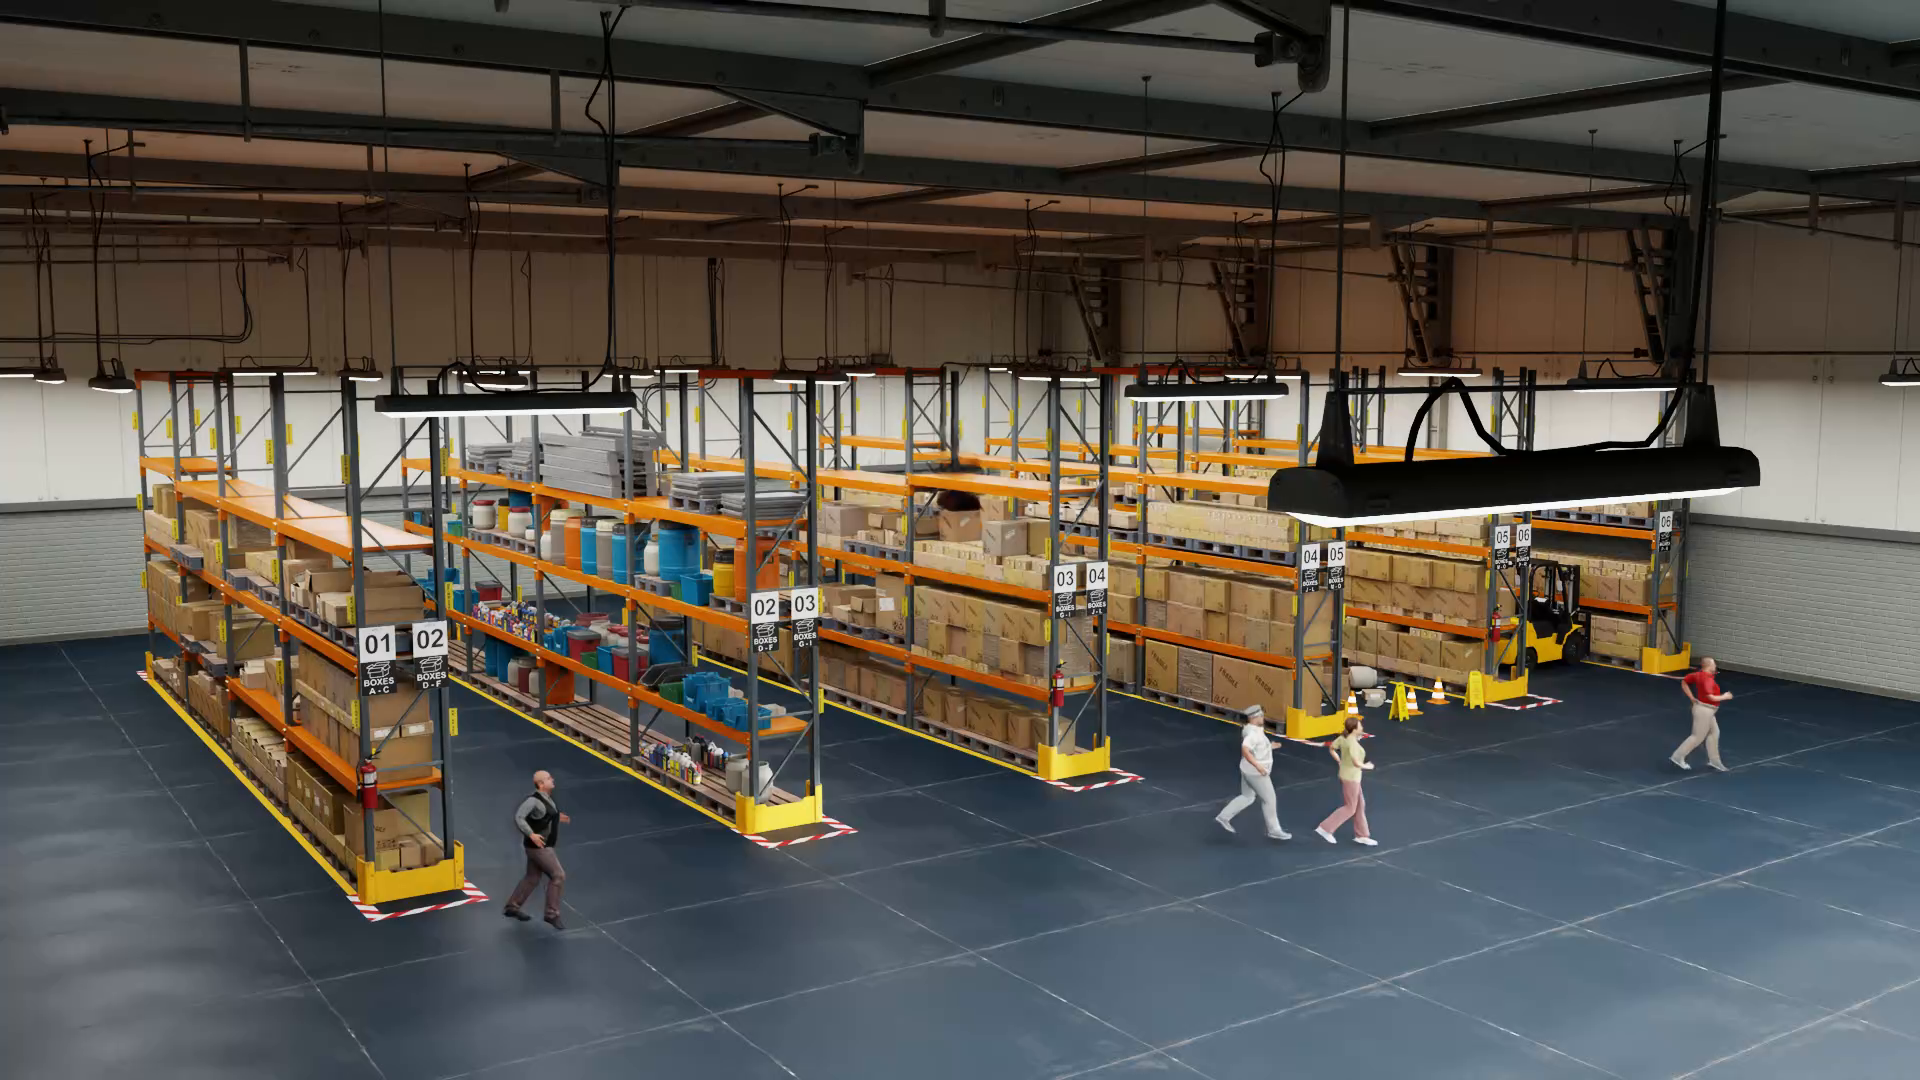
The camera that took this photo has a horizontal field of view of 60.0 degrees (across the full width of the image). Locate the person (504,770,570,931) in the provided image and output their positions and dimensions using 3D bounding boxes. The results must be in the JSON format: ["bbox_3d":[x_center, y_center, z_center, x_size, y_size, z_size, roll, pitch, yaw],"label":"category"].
[{"bbox_3d":[-4.675,3.420,18.359,0.732,1.790,0.662,-1,6,-5],"label":"person"}]

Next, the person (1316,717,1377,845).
[{"bbox_3d":[4.968,3.101,21.309,0.848,1.688,0.598,-1,6,-6],"label":"person"}]

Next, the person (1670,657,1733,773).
[{"bbox_3d":[11.185,2.648,25.035,0.885,1.769,0.645,1,7,13],"label":"person"}]

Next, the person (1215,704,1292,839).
[{"bbox_3d":[3.837,2.998,21.564,0.969,1.766,0.663,-1,7,-8],"label":"person"}]
